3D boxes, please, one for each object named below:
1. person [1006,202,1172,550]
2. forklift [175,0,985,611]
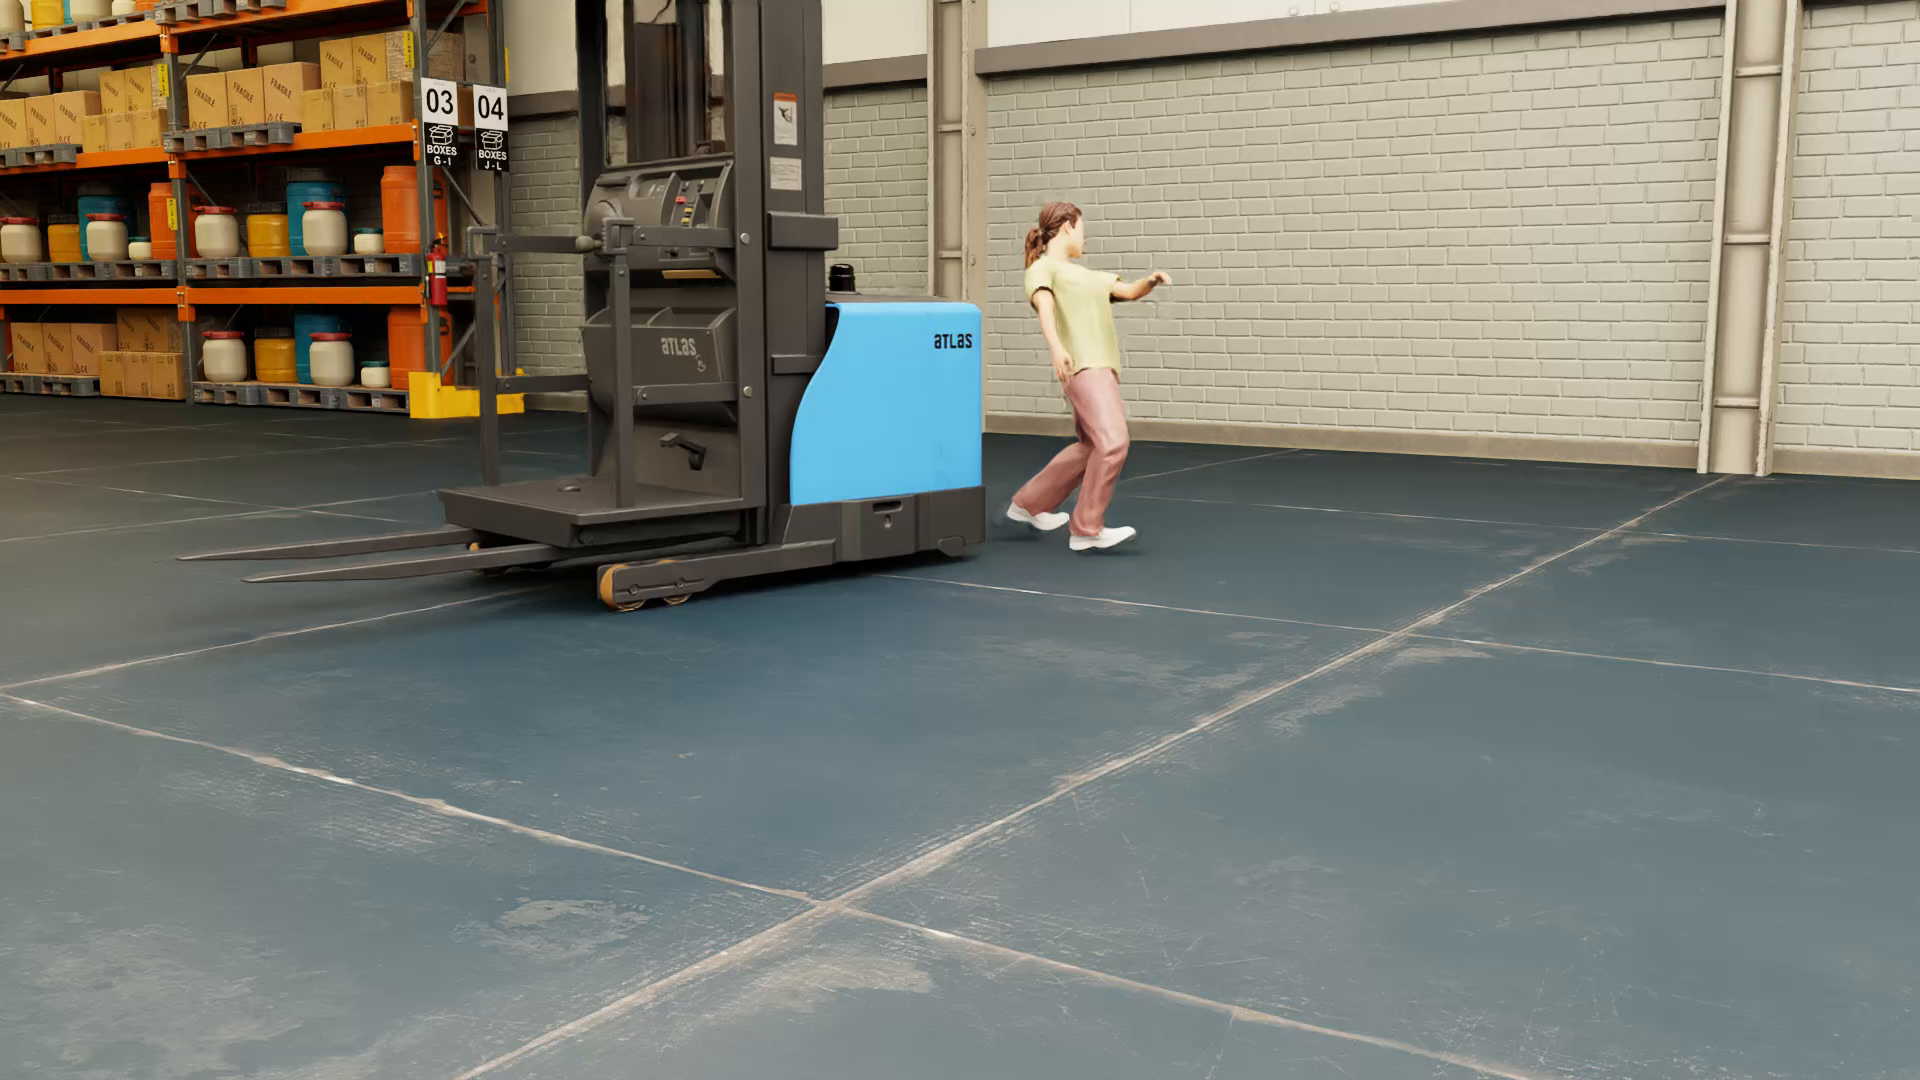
[{"bbox_3d":[0.518,-0.718,7.205,0.817,1.496,0.787,3,8,17],"label":"person"},{"bbox_3d":[-1.315,-1.283,6.213,3.031,2.935,1.130,-7,11,-42],"label":"forklift"}]
